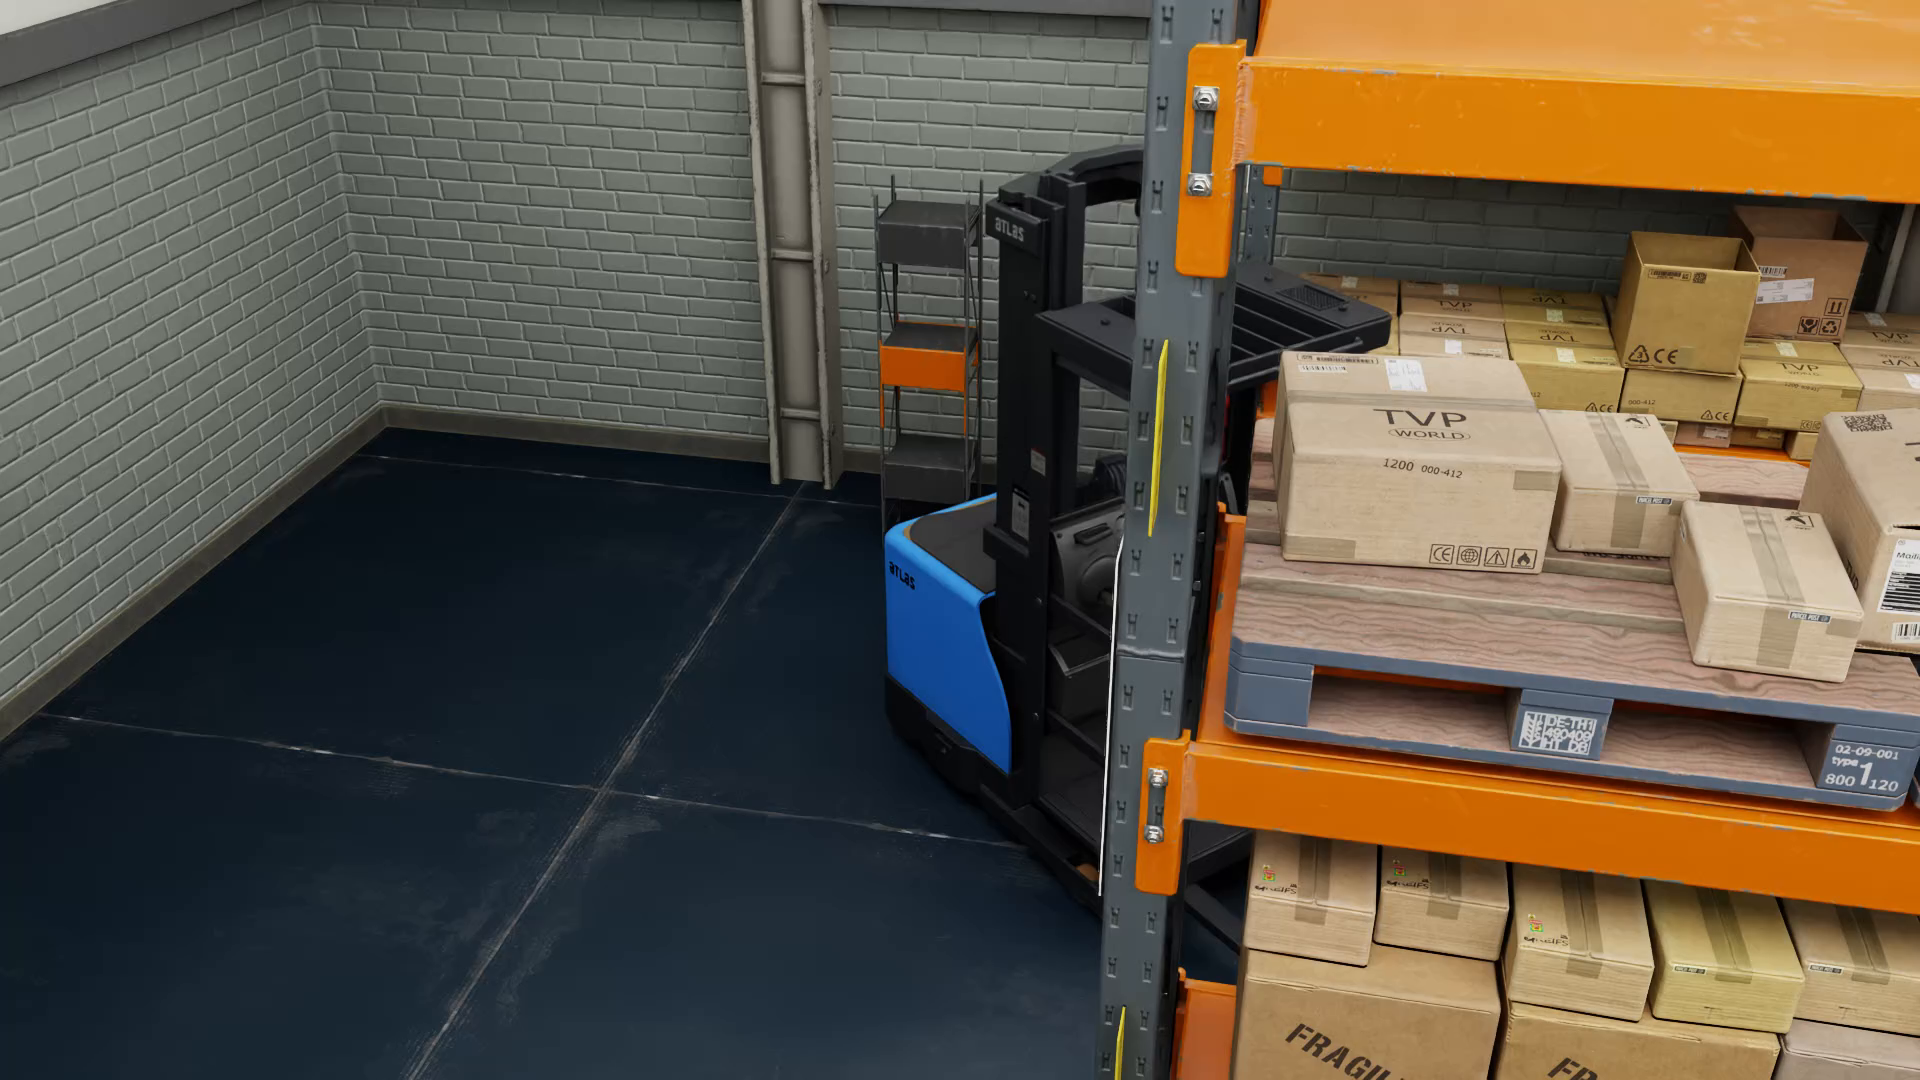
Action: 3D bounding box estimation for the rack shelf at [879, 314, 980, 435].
[{"bbox_3d":[-0.162,-0.926,9.283,0.480,0.518,0.431,6,29,11],"label":"rack shelf"}]

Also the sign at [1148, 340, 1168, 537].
[{"bbox_3d":[0.336,-0.170,2.821,0.005,0.325,0.100,6,29,11],"label":"sign"}]

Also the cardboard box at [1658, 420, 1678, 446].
[{"bbox_3d":[3.266,-0.587,7.959,0.250,0.149,0.380,7,29,12],"label":"cardboard box"}]

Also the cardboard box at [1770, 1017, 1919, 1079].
[{"bbox_3d":[1.880,1.100,3.473,0.500,0.500,0.500,6,29,10],"label":"cardboard box"}]

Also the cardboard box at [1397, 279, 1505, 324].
[{"bbox_3d":[2.500,-1.119,8.516,0.500,0.250,0.500,6,29,11],"label":"cardboard box"}]

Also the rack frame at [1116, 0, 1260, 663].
[{"bbox_3d":[0.458,-1.328,2.805,0.127,3.000,1.000,6,29,11],"label":"rack frame"}]

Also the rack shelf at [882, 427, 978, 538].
[{"bbox_3d":[-0.162,-0.312,9.619,0.480,0.518,0.431,6,29,11],"label":"rack shelf"}]

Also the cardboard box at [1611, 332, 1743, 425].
[{"bbox_3d":[3.372,-0.780,7.897,0.500,0.250,0.500,5,29,9],"label":"cardboard box"}]

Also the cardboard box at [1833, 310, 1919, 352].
[{"bbox_3d":[4.483,-0.915,8.144,0.500,0.250,0.500,6,29,10],"label":"cardboard box"}]

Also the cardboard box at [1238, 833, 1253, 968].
[{"bbox_3d":[0.979,0.758,4.097,0.500,0.500,0.500,7,29,12],"label":"cardboard box"}]

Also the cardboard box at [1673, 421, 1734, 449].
[{"bbox_3d":[3.533,-0.593,7.971,0.250,0.149,0.380,6,29,10],"label":"cardboard box"}]

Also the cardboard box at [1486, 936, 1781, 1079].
[{"bbox_3d":[1.375,1.052,3.560,0.500,0.500,0.500,5,29,9],"label":"cardboard box"}]

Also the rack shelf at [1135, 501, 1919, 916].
[{"bbox_3d":[2.414,0.504,3.331,4.000,0.370,1.077,6,29,11],"label":"rack shelf"}]

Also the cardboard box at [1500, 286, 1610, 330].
[{"bbox_3d":[2.983,-1.067,8.422,0.500,0.250,0.500,7,29,12],"label":"cardboard box"}]

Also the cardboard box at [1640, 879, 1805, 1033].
[{"bbox_3d":[1.510,0.793,3.357,0.250,0.149,0.380,5,29,9],"label":"cardboard box"}]

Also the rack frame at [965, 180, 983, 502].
[{"bbox_3d":[0.077,-0.913,9.231,0.015,2.100,0.400,6,29,11],"label":"rack frame"}]

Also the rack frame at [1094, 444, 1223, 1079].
[{"bbox_3d":[0.458,1.304,4.245,0.127,3.000,1.000,6,29,11],"label":"rack frame"}]

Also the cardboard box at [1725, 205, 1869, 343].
[{"bbox_3d":[4.002,-1.295,8.057,0.500,0.500,0.500,5,29,9],"label":"cardboard box"}]

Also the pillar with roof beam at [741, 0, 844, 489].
[{"bbox_3d":[-1.857,-2.331,4.637,0.400,9.000,9.100,6,29,11],"label":"pillar with roof beam"}]

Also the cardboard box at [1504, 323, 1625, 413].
[{"bbox_3d":[2.868,-0.821,7.972,0.500,0.250,0.500,5,29,10],"label":"cardboard box"}]

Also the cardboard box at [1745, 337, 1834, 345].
[{"bbox_3d":[3.979,-0.968,8.240,0.500,0.250,0.500,6,29,12],"label":"cardboard box"}]

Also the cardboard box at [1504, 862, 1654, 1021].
[{"bbox_3d":[1.249,0.775,3.390,0.250,0.149,0.380,7,29,12],"label":"cardboard box"}]

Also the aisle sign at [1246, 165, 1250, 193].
[{"bbox_3d":[1.363,-2.037,7.640,0.004,0.787,0.394,6,29,11],"label":"aisle sign"}]

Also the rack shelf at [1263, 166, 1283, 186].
[{"bbox_3d":[3.447,-1.828,7.590,4.000,0.370,1.077,6,29,11],"label":"rack shelf"}]

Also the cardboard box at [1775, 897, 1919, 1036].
[{"bbox_3d":[1.778,0.794,3.354,0.250,0.149,0.380,6,29,11],"label":"cardboard box"}]

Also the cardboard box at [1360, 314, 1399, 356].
[{"bbox_3d":[1.878,-0.921,8.154,0.500,0.250,0.500,6,29,11],"label":"cardboard box"}]

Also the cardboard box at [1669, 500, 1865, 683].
[{"bbox_3d":[1.474,0.087,3.064,0.250,0.149,0.380,7,29,12],"label":"cardboard box"}]

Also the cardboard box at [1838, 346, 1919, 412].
[{"bbox_3d":[4.361,-0.671,7.699,0.500,0.250,0.500,6,29,11],"label":"cardboard box"}]

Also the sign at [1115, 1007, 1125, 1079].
[{"bbox_3d":[0.336,1.149,3.543,0.005,0.325,0.100,6,29,11],"label":"sign"}]

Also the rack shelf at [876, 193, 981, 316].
[{"bbox_3d":[-0.162,-1.540,8.946,0.480,0.518,0.431,6,29,11],"label":"rack shelf"}]

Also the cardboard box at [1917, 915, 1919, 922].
[{"bbox_3d":[2.013,0.839,3.273,0.250,0.149,0.380,6,29,11],"label":"cardboard box"}]

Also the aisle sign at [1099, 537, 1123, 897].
[{"bbox_3d":[0.327,0.292,3.385,0.004,0.787,0.394,6,29,11],"label":"aisle sign"}]

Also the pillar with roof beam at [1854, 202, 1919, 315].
[{"bbox_3d":[4.011,-1.730,3.538,0.400,9.000,9.100,6,29,11],"label":"pillar with roof beam"}]

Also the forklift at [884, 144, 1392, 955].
[{"bbox_3d":[0.888,0.049,6.609,1.130,2.935,3.031,-18,34,-30],"label":"forklift"}]

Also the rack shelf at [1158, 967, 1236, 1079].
[{"bbox_3d":[2.414,1.820,4.052,4.000,0.370,1.077,6,29,11],"label":"rack shelf"}]

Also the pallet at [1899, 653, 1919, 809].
[{"bbox_3d":[2.382,0.217,3.198,1.213,0.211,1.003,6,29,11],"label":"pallet"}]

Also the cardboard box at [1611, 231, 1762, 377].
[{"bbox_3d":[3.345,-1.099,7.700,0.500,0.500,0.500,7,29,12],"label":"cardboard box"}]

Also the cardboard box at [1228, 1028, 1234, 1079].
[{"bbox_3d":[0.867,1.443,3.887,0.500,0.500,0.500,6,29,10],"label":"cardboard box"}]

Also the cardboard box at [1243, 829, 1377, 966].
[{"bbox_3d":[0.747,0.702,3.523,0.250,0.149,0.380,6,29,12],"label":"cardboard box"}]

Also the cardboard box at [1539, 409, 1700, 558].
[{"bbox_3d":[1.344,-0.123,3.447,0.250,0.149,0.380,4,29,7],"label":"cardboard box"}]

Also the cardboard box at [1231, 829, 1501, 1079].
[{"bbox_3d":[0.868,1.003,3.649,0.500,0.500,0.500,5,29,9],"label":"cardboard box"}]

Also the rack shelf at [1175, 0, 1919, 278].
[{"bbox_3d":[2.414,-0.636,2.707,4.000,0.370,1.077,6,29,11],"label":"rack shelf"}]

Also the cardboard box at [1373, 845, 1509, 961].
[{"bbox_3d":[1.019,0.695,3.536,0.250,0.149,0.380,7,29,12],"label":"cardboard box"}]

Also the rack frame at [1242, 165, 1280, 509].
[{"bbox_3d":[1.491,-1.028,8.504,0.127,3.000,1.000,6,29,11],"label":"rack frame"}]

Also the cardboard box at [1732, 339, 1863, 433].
[{"bbox_3d":[3.876,-0.727,7.802,0.500,0.250,0.500,6,29,10],"label":"cardboard box"}]

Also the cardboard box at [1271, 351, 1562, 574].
[{"bbox_3d":[0.917,-0.172,3.431,0.500,0.250,0.500,3,29,6],"label":"cardboard box"}]

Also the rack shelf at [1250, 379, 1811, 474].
[{"bbox_3d":[3.447,-0.512,8.310,4.000,0.370,1.077,6,29,11],"label":"rack shelf"}]

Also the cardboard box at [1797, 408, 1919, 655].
[{"bbox_3d":[1.911,-0.028,3.105,0.500,0.311,0.500,6,29,11],"label":"cardboard box"}]

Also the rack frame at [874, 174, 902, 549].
[{"bbox_3d":[-0.401,-0.962,9.321,0.015,2.100,0.400,6,29,11],"label":"rack frame"}]

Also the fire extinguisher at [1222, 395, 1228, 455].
[{"bbox_3d":[1.251,-0.628,8.243,0.183,0.674,0.296,6,29,11],"label":"fire extinguisher"}]

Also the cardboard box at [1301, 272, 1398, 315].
[{"bbox_3d":[1.996,-1.171,8.612,0.500,0.250,0.500,7,29,12],"label":"cardboard box"}]

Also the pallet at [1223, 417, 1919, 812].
[{"bbox_3d":[1.186,0.096,3.419,1.213,0.211,1.003,6,29,11],"label":"pallet"}]

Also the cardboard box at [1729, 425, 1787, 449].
[{"bbox_3d":[3.784,-0.590,7.966,0.250,0.149,0.380,6,29,11],"label":"cardboard box"}]

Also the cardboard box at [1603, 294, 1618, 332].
[{"bbox_3d":[3.495,-1.014,8.326,0.500,0.250,0.500,6,29,10],"label":"cardboard box"}]

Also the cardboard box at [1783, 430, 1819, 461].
[{"bbox_3d":[4.013,-0.512,7.823,0.250,0.149,0.380,5,29,10],"label":"cardboard box"}]

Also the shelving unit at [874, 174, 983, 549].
[{"bbox_3d":[-0.162,-0.938,9.276,0.503,2.100,0.431,6,29,11],"label":"shelving unit"}]

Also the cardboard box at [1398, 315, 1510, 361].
[{"bbox_3d":[2.371,-0.870,8.062,0.500,0.250,0.500,6,29,11],"label":"cardboard box"}]
